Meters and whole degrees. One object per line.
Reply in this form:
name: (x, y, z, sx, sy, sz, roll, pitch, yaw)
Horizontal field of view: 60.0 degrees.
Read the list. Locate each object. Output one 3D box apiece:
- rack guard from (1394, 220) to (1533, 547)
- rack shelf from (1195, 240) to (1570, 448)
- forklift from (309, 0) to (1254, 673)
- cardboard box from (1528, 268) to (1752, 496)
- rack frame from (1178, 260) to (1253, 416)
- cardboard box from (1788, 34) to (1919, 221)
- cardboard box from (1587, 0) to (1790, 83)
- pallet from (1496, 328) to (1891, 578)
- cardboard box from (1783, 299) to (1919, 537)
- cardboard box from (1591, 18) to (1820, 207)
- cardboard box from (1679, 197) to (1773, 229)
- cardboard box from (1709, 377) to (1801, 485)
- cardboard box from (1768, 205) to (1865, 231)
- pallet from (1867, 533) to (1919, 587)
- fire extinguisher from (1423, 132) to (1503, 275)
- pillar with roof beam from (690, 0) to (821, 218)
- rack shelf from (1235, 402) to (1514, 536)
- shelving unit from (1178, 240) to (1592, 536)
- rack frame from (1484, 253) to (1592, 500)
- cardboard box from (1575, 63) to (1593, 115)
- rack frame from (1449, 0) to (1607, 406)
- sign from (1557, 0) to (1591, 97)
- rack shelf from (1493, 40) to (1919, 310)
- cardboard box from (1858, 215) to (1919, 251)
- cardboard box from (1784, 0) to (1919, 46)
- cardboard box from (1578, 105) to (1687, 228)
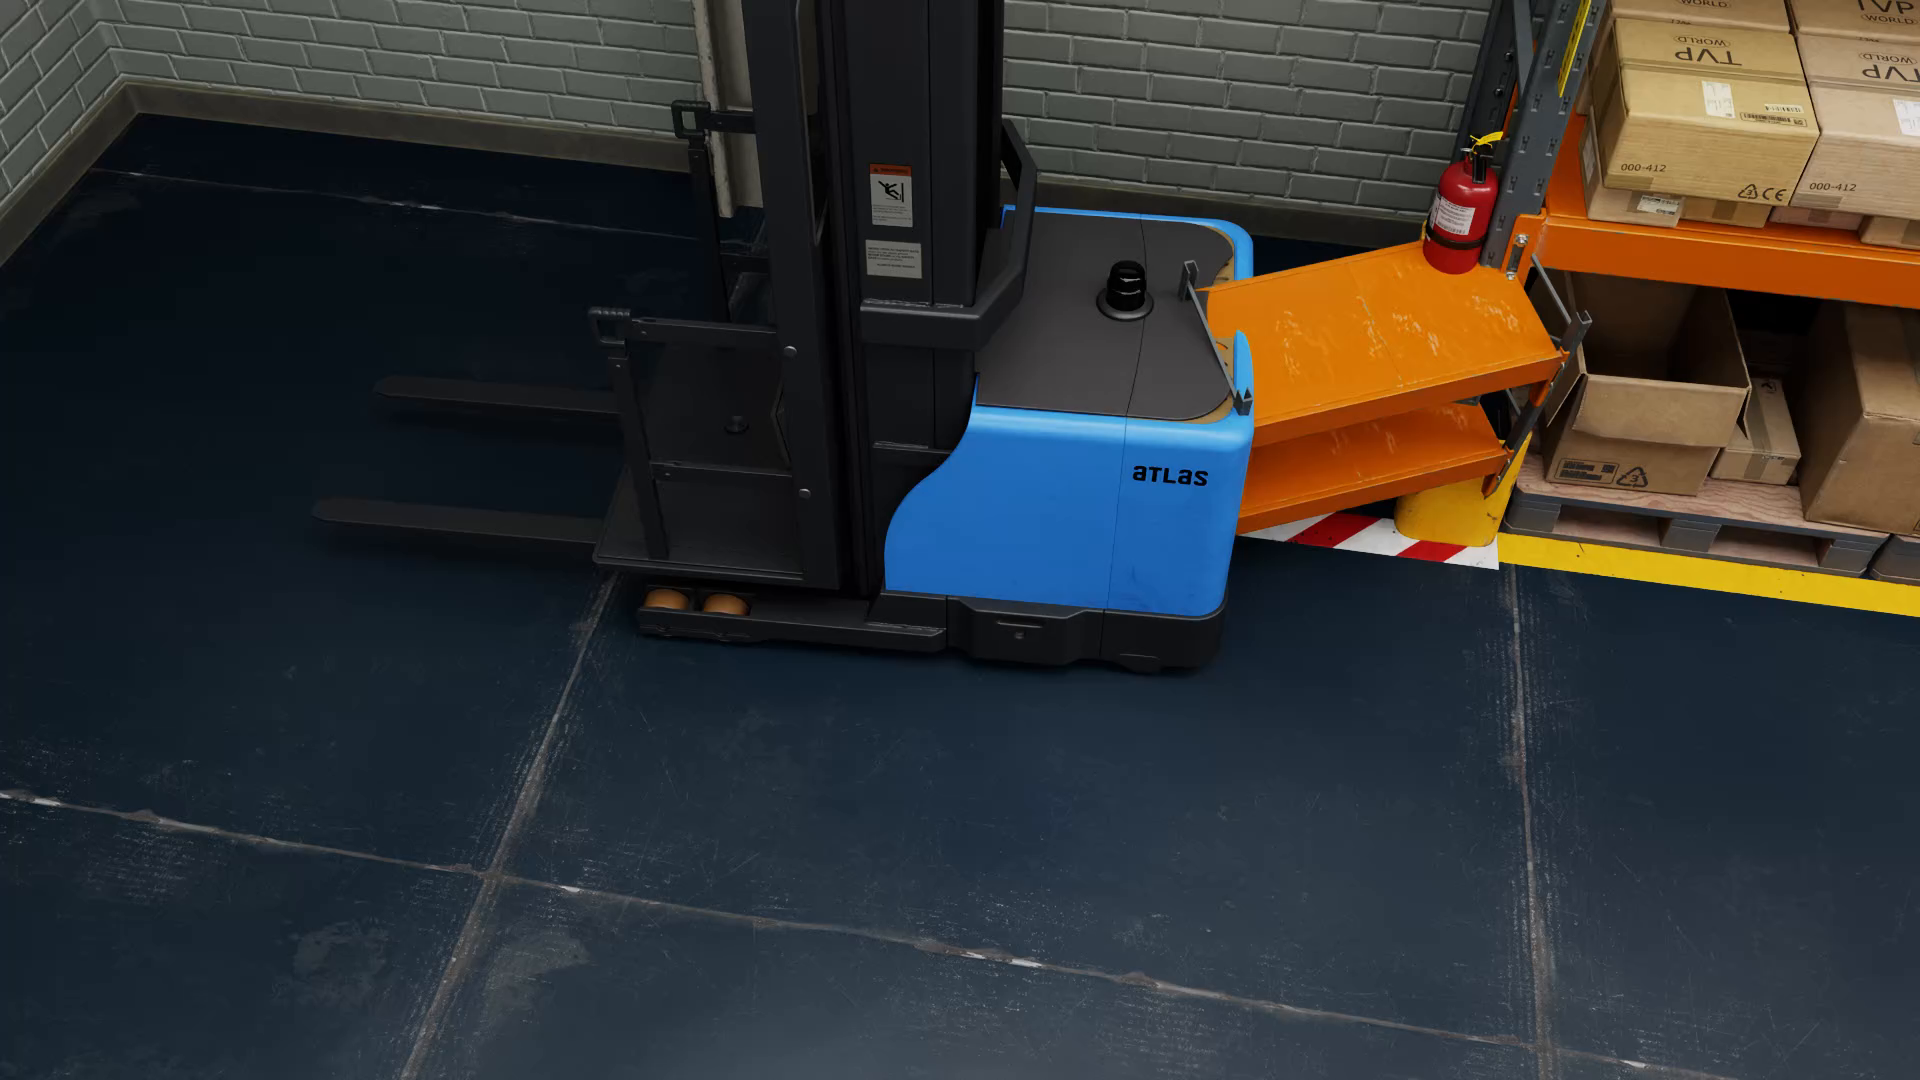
rack guard: (1.778, -0.584, 5.939, 0.348, 0.500, 1.175, 8, 49, 7)
rack shelf: (1.214, -0.578, 4.978, 1.000, 0.278, 0.538, -13, 62, -8)
forklift: (-0.624, -1.033, 4.708, 3.031, 2.935, 1.130, 5, 48, 4)
cardboard box: (2.289, -0.586, 5.656, 0.637, 0.503, 0.797, 6, 48, 5)
rack frame: (0.721, -0.322, 5.167, 0.032, 1.125, 0.500, -13, 62, -8)
cardboard box: (2.598, -1.156, 4.673, 0.500, 0.250, 0.500, 8, 49, 7)
cardboard box: (2.203, -1.613, 5.083, 0.500, 0.250, 0.500, 9, 49, 8)
pallet: (2.563, -0.383, 5.953, 1.213, 0.211, 1.003, 8, 49, 7)
cardboard box: (3.123, -0.443, 5.530, 0.500, 0.500, 0.700, 9, 49, 8)
cardboard box: (2.102, -1.222, 4.732, 0.500, 0.250, 0.500, 8, 49, 7)
cardboard box: (2.237, -1.102, 4.892, 0.250, 0.149, 0.380, 9, 49, 8)
cardboard box: (2.700, -0.383, 5.711, 0.250, 0.149, 0.380, 6, 48, 5)
cardboard box: (2.502, -1.093, 4.884, 0.250, 0.149, 0.380, 7, 48, 6)
pallet: (3.760, -0.220, 5.806, 1.213, 0.211, 1.003, 8, 49, 7)
fire extinguisher: (1.477, -0.961, 4.899, 0.183, 0.674, 0.296, 8, 49, 7)
pillar with roof beam: (-1.555, -1.300, 0.869, 0.400, 9.000, 9.100, 8, 49, 7)
rack shelf: (1.210, -0.319, 5.448, 1.000, 0.278, 0.538, -13, 62, -8)
shelving unit: (1.211, -0.437, 5.234, 1.048, 1.125, 0.538, -13, 62, -8)
rack frame: (1.702, -0.552, 5.302, 0.032, 1.125, 0.500, -13, 62, -8)
cardboard box: (2.077, -1.499, 5.249, 0.250, 0.149, 0.380, 7, 48, 6)
rack frame: (1.704, -1.430, 5.018, 0.127, 3.000, 1.000, 8, 49, 7)
sign: (1.607, -1.322, 4.339, 0.005, 0.325, 0.100, 8, 49, 7)
rack shelf: (3.672, -0.925, 5.048, 4.000, 0.370, 1.077, 8, 49, 7)
cardboard box: (2.739, -1.014, 4.814, 0.250, 0.149, 0.380, 9, 49, 8)
cardboard box: (2.711, -1.544, 5.021, 0.500, 0.250, 0.500, 8, 49, 7)
cardboard box: (1.978, -1.102, 4.892, 0.250, 0.149, 0.380, 7, 48, 7)
